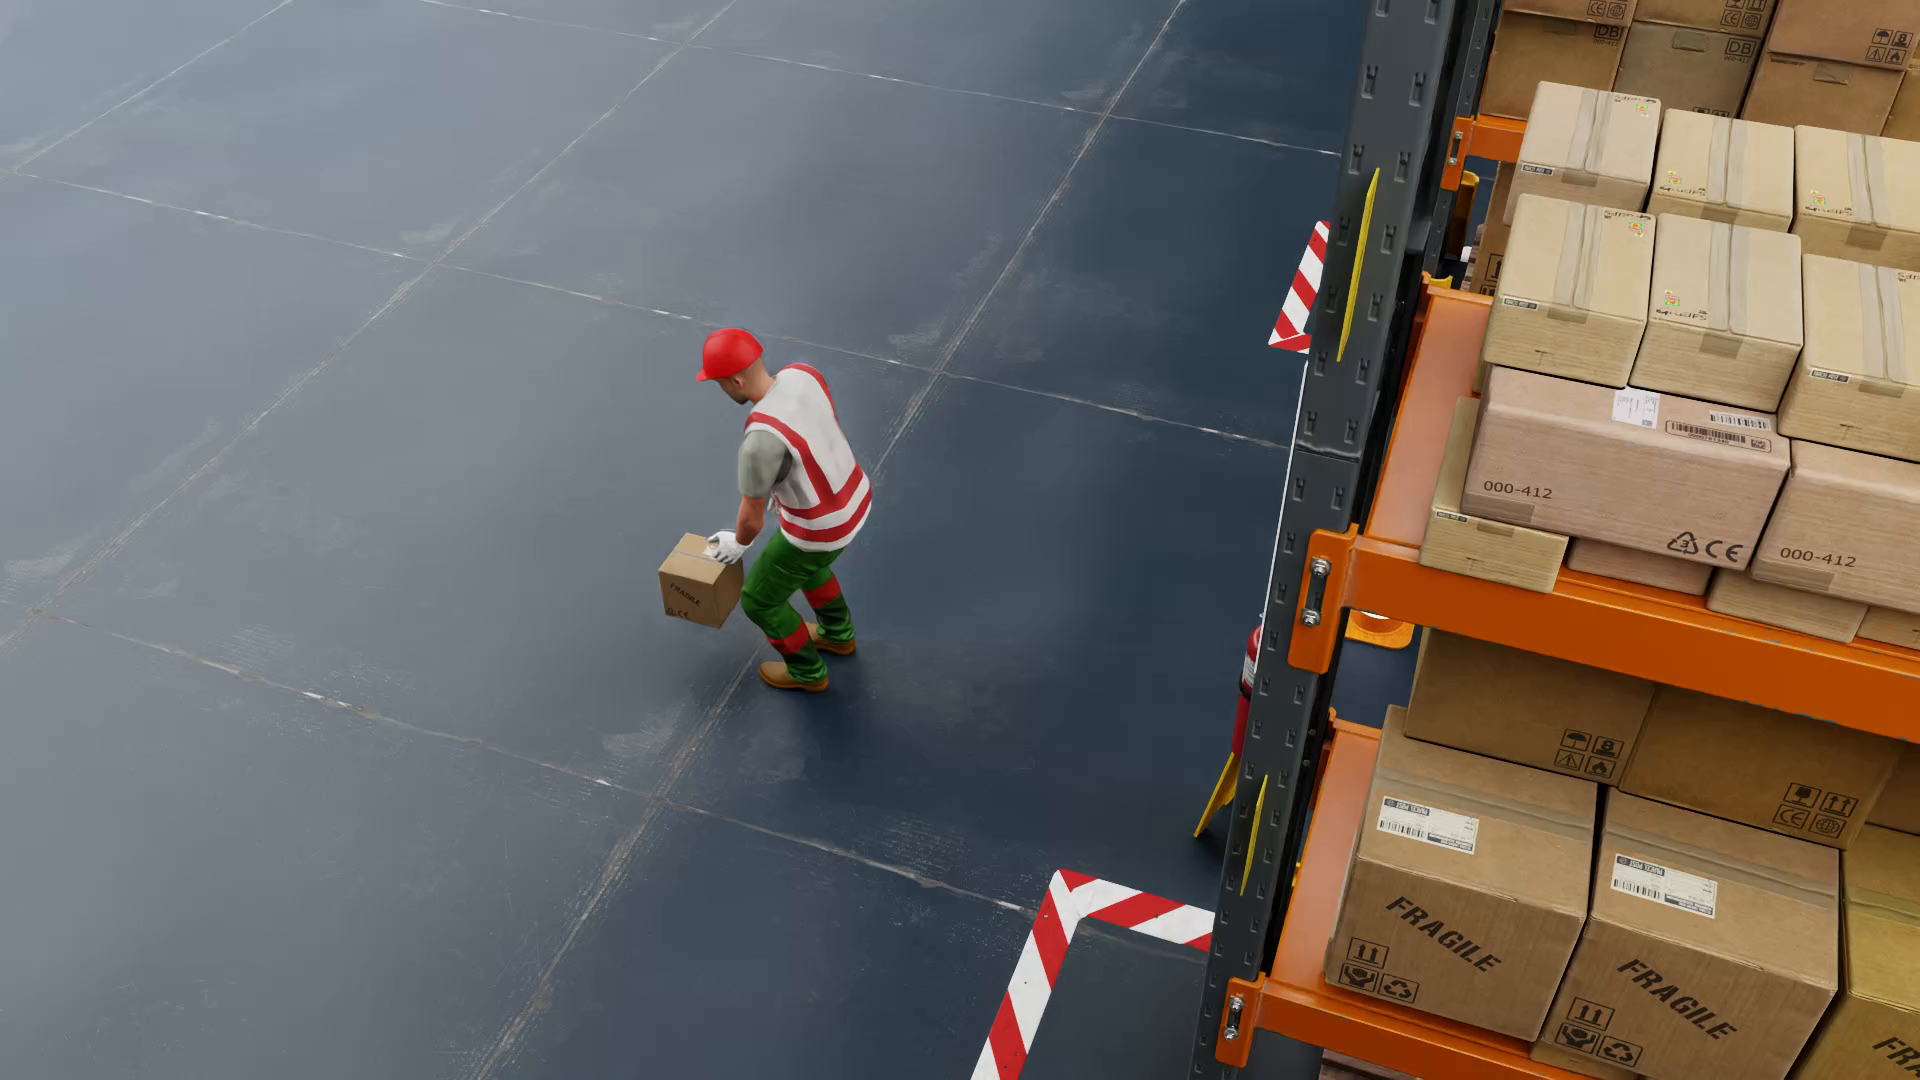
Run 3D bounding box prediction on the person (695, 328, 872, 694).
[{"bbox_3d":[-0.660,-0.087,6.365,0.602,1.627,0.568,14,43,16],"label":"person"}]
